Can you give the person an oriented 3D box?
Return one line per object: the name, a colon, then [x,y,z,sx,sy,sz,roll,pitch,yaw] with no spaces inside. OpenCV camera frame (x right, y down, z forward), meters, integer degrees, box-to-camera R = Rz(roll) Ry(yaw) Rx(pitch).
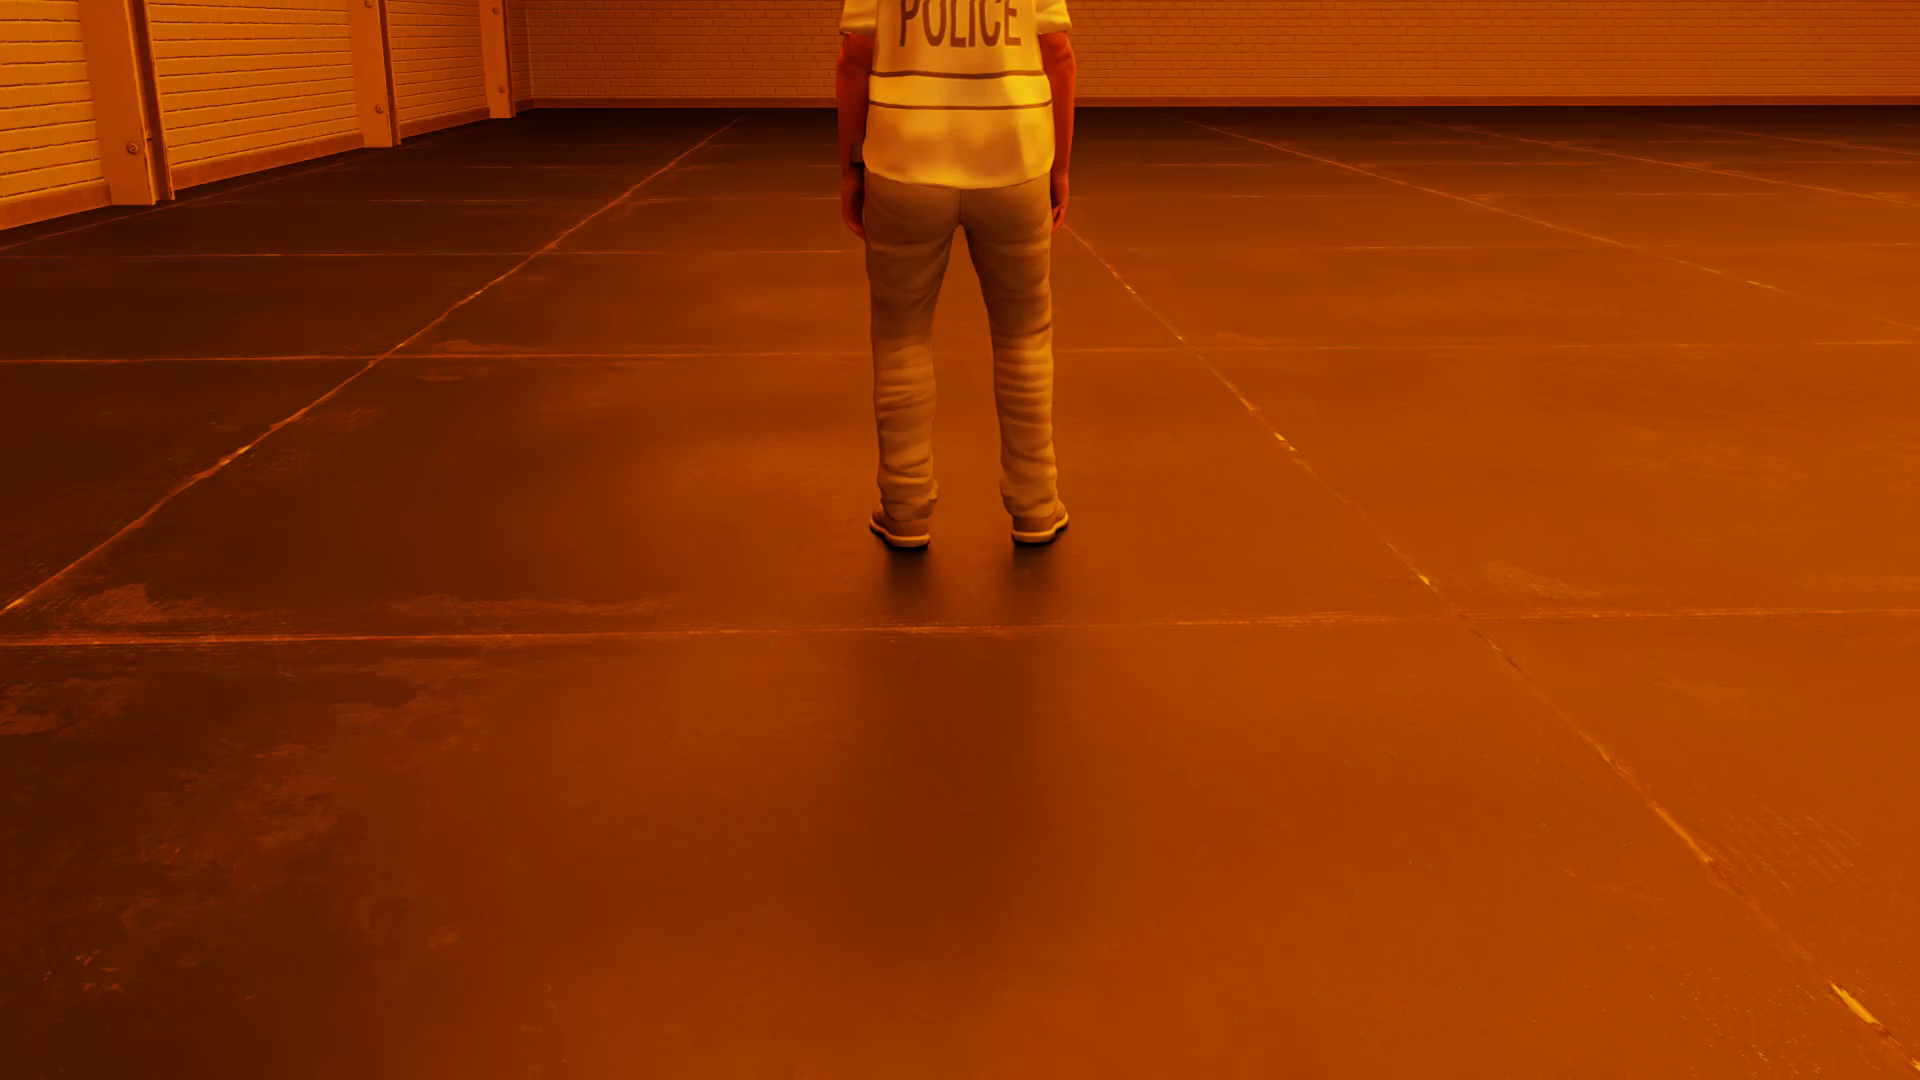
person: [-0.001,-0.808,3.718,0.546,1.666,0.466,-1,17,-5]
